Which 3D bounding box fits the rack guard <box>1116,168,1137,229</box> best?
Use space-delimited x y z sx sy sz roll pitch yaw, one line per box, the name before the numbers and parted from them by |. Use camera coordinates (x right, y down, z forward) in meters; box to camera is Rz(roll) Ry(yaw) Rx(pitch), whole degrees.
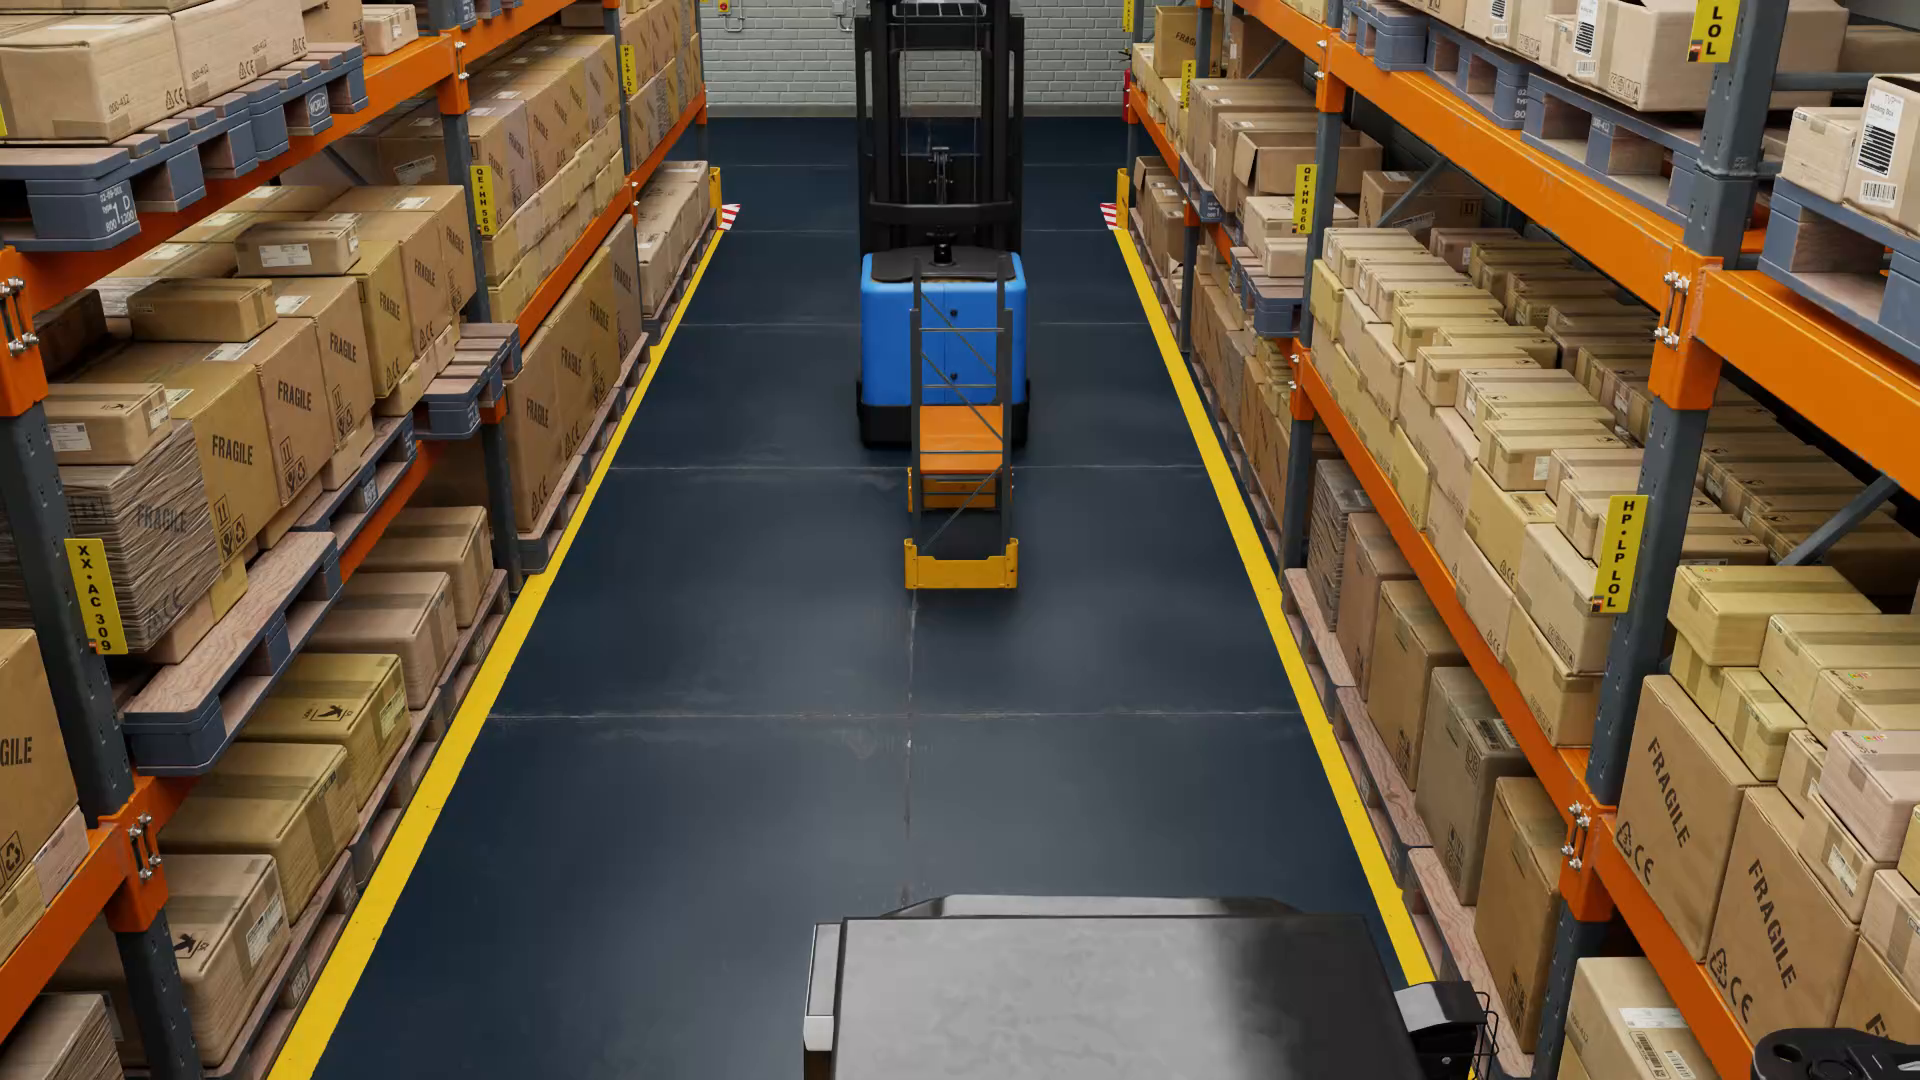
rack guard | 2.088 -3.252 15.834 1.175 0.500 0.348 0 24 -1

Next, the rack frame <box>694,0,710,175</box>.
rack frame | -2.876 -4.398 15.335 1.000 3.000 0.127 0 24 -1

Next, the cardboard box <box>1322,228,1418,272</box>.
cardboard box | 1.883 -1.334 7.651 0.380 0.149 0.250 0 24 1

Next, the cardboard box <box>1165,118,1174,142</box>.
cardboard box | 1.816 -3.217 13.028 0.380 0.149 0.250 -1 24 -1

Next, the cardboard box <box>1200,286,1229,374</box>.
cardboard box | 1.926 -1.407 11.244 0.500 0.500 0.500 -1 24 -1

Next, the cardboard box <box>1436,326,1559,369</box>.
cardboard box | 2.007 -0.696 6.240 0.380 0.149 0.250 0 24 -1

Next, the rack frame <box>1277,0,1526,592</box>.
rack frame | 2.174 -1.126 8.099 1.000 3.000 0.127 0 24 -1

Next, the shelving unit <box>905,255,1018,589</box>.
shelving unit | 0.001 -0.652 8.871 0.587 1.500 1.083 0 24 -1

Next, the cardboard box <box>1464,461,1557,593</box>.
cardboard box | 1.944 -0.050 5.296 0.500 0.250 0.500 -1 24 -2

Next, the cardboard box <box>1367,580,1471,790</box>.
cardboard box | 2.190 0.569 6.725 0.875 0.625 0.625 -1 24 -3

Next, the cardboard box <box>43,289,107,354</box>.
cardboard box | -3.023 -0.708 5.396 0.380 0.149 0.250 -1 24 -3

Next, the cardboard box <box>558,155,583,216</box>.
cardboard box | -2.538 -2.099 9.826 0.500 0.250 0.500 0 24 0

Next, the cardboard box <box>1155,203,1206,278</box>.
cardboard box | 1.981 -2.442 13.533 0.700 0.500 0.500 -1 24 -3

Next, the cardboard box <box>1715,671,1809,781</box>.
cardboard box | 1.963 0.421 3.771 0.380 0.149 0.250 0 24 1

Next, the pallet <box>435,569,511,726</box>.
pallet | -2.782 0.491 7.909 1.003 0.211 1.213 0 24 -1

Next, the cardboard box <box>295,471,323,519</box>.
cardboard box | -2.471 -0.187 5.819 0.380 0.149 0.250 0 24 0

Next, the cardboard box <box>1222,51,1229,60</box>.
cardboard box | 2.362 -4.089 14.471 0.500 0.250 0.500 0 24 0

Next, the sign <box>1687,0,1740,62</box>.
sign | 1.675 -1.217 3.651 0.100 0.325 0.005 0 24 -1

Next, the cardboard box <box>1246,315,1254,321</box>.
cardboard box | 1.977 -1.324 10.274 0.380 0.149 0.250 0 24 0

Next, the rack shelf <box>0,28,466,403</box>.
rack shelf | -2.767 -1.317 5.754 1.077 0.370 4.000 0 24 -1

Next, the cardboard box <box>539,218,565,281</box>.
cardboard box | -2.566 -1.664 9.471 0.500 0.250 0.500 1 24 1

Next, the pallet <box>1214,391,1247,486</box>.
pallet | 2.193 -0.664 10.463 1.003 0.211 1.213 0 24 -1

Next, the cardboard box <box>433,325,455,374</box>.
cardboard box | -2.427 -0.831 7.243 0.380 0.149 0.250 0 24 -1

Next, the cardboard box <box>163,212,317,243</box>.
cardboard box | -3.003 -1.073 6.991 0.500 0.500 0.500 1 24 2

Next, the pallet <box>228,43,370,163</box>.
pallet | -2.660 -1.417 5.331 1.213 0.211 1.003 0 24 -1

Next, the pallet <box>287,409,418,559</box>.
pallet | -2.727 -0.199 6.283 1.003 0.211 1.213 0 24 -1

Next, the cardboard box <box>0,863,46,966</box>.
cardboard box | -2.428 0.895 3.937 0.380 0.149 0.250 0 24 1

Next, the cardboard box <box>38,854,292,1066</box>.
cardboard box | -2.754 1.336 5.335 0.950 0.372 0.625 0 24 0

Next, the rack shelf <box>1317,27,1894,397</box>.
rack shelf | 2.196 -1.341 5.807 1.077 0.370 4.000 0 24 -1

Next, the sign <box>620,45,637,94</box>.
sign | -2.290 -3.248 11.483 0.100 0.325 0.005 0 24 -1

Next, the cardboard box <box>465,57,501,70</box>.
cardboard box | -3.079 -2.652 10.140 0.500 0.500 0.500 -1 24 -2

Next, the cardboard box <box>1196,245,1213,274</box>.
cardboard box | 1.868 -1.973 11.709 0.380 0.149 0.250 1 24 2

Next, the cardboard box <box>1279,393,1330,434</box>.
cardboard box | 1.916 -0.676 8.841 0.380 0.149 0.250 -1 24 -3

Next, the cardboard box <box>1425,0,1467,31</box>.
cardboard box | 1.950 -2.056 5.763 0.500 0.500 0.500 0 24 1

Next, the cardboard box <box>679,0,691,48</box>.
cardboard box | -2.598 -4.487 14.196 0.500 0.500 0.500 0 24 0

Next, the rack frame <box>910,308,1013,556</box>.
rack frame | 0.006 -0.439 8.400 0.500 1.500 0.032 0 24 -1

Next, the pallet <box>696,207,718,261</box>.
pallet | -2.789 -2.799 15.182 1.003 0.211 1.213 0 24 -1

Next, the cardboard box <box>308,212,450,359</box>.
cardboard box | -2.490 -1.075 6.996 0.500 0.500 0.500 -1 24 -1

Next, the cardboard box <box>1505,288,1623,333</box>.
cardboard box | 2.434 -0.911 6.715 0.380 0.149 0.250 0 24 -1

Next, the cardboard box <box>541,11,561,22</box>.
cardboard box | -3.049 -3.781 11.849 0.380 0.149 0.250 0 24 1

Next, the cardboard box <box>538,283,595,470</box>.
cardboard box | -2.719 -0.978 9.840 0.875 0.875 0.875 0 24 0

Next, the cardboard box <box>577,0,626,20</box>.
cardboard box | -2.596 -3.784 11.854 0.380 0.149 0.250 0 24 0

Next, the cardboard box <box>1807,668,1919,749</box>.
cardboard box | 2.030 0.391 3.476 0.380 0.149 0.250 -1 24 -2

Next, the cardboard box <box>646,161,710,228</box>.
cardboard box | -2.769 -3.151 15.176 0.875 0.438 0.875 -1 24 -2

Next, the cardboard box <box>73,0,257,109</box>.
cardboard box | -2.358 -1.395 4.727 0.500 0.250 0.500 -1 24 -1

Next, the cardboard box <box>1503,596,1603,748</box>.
cardboard box | 1.951 0.384 4.942 0.500 0.250 0.500 0 24 1

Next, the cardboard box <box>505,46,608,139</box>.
cardboard box | -2.564 -2.855 10.588 0.500 0.500 0.500 0 24 0

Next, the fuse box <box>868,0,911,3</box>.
fuse box | -0.859 -6.084 20.626 0.539 1.711 0.414 0 24 -1

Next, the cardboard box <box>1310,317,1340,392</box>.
cardboard box | 1.935 -0.873 7.723 0.500 0.250 0.500 0 24 0

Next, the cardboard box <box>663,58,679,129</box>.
cardboard box | -2.582 -3.615 13.481 0.500 0.500 0.500 0 24 1

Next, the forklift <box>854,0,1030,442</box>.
forklift | -0.139 -2.513 11.250 1.130 2.935 3.031 -1 24 -2

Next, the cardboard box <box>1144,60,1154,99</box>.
cardboard box | 1.837 -3.885 14.020 0.500 0.250 0.500 -1 24 -2

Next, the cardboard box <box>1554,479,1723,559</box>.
cardboard box | 1.971 -0.065 4.844 0.380 0.149 0.250 -1 24 -1

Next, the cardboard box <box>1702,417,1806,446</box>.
cardboard box | 2.453 -0.283 5.328 0.380 0.149 0.250 0 24 -1

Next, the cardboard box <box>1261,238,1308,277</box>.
cardboard box | 1.783 -1.472 8.659 0.380 0.149 0.250 0 24 0

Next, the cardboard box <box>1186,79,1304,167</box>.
cardboard box | 1.912 -2.811 11.193 0.700 0.500 0.500 0 24 1
